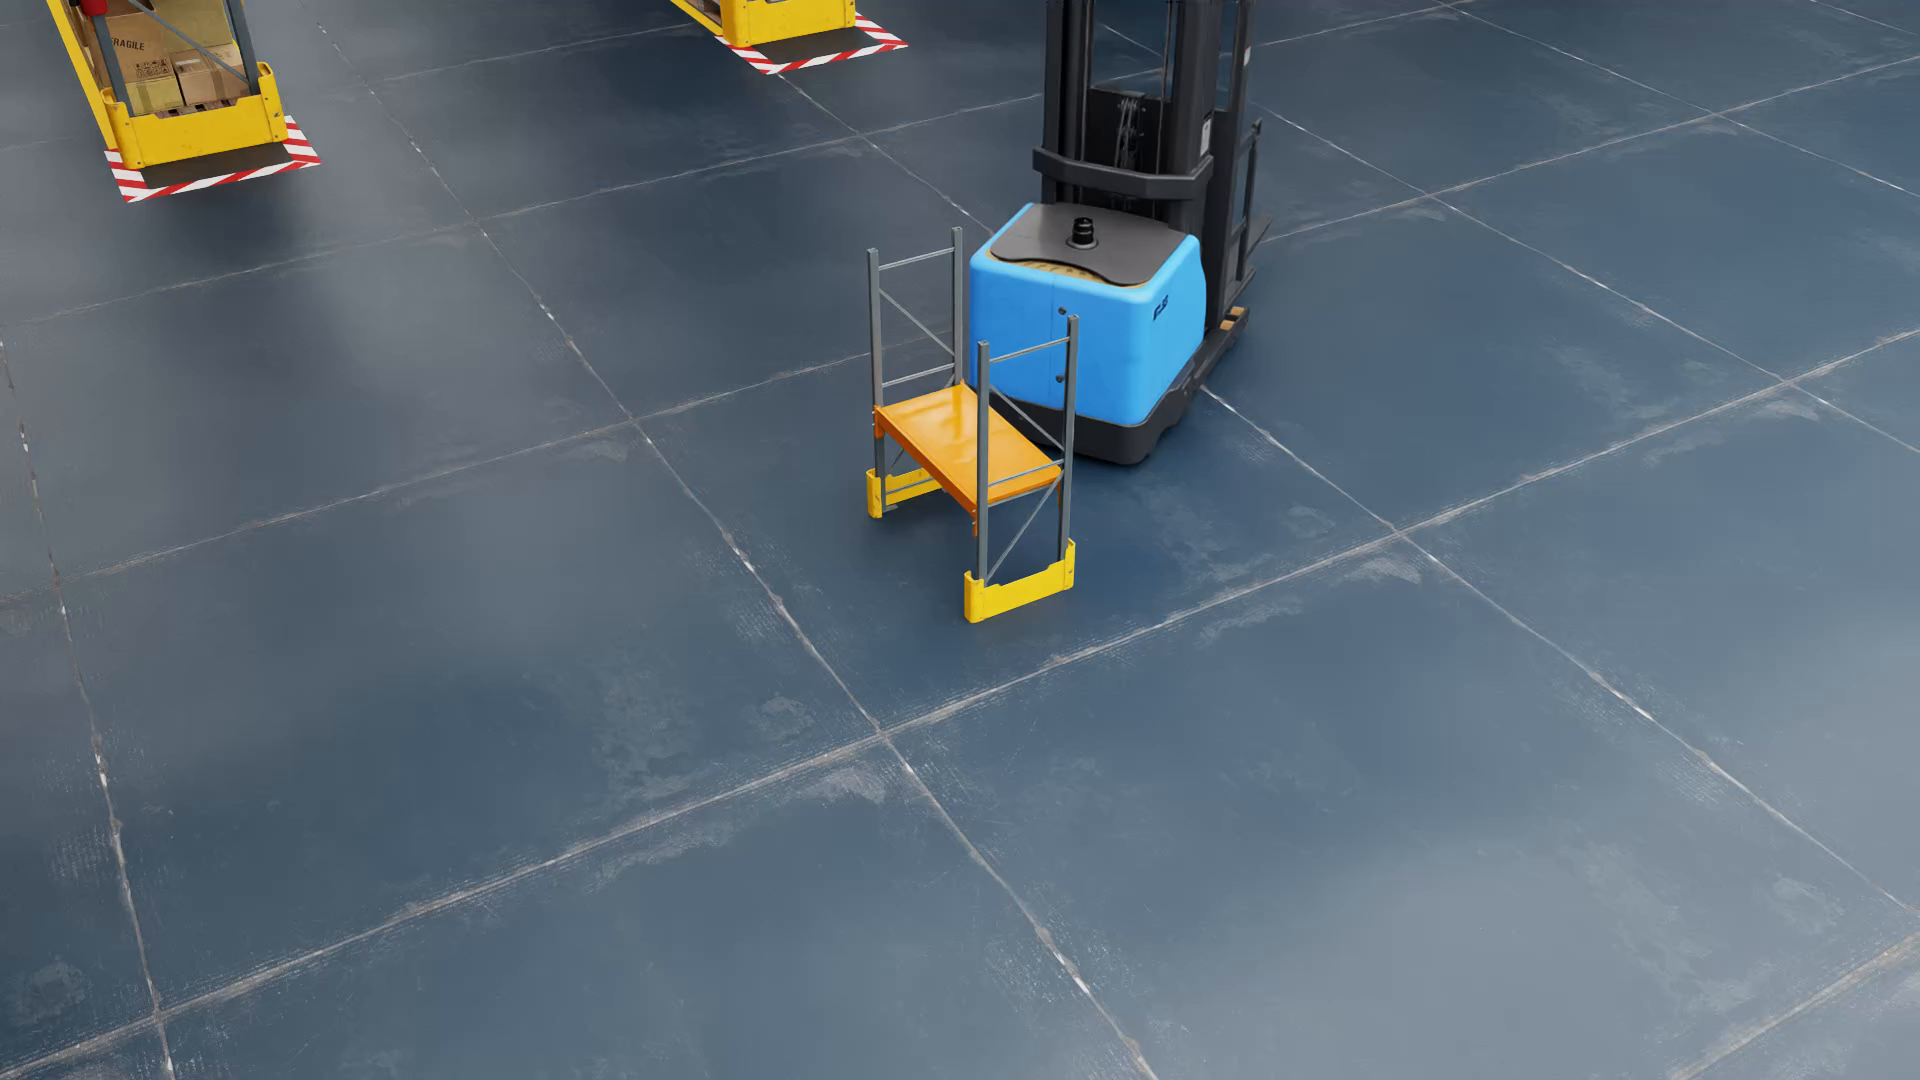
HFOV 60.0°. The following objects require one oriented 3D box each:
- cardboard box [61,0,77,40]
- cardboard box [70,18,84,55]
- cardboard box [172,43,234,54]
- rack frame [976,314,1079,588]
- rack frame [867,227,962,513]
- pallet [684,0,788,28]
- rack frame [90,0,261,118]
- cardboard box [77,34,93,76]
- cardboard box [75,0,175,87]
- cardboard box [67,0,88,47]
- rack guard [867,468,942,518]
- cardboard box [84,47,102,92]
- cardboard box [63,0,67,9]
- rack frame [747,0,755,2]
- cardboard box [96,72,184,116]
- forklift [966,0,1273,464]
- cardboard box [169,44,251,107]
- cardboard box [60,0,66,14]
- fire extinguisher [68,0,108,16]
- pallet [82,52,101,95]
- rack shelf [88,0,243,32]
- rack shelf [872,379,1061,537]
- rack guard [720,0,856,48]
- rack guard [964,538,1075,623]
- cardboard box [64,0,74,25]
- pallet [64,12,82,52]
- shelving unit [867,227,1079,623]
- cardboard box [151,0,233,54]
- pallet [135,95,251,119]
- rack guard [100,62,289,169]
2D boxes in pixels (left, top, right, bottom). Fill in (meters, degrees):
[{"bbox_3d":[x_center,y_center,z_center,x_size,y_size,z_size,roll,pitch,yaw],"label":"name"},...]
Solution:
[{"bbox_3d":[-7.243,-4.449,14.001,0.500,0.250,0.500,-19,40,-24],"label":"cardboard box"},{"bbox_3d":[-6.987,-4.196,13.655,0.500,0.250,0.500,-19,40,-24],"label":"cardboard box"},{"bbox_3d":[-6.030,-3.842,13.170,0.500,0.250,0.500,-19,40,-24],"label":"cardboard box"},{"bbox_3d":[0.298,-0.303,7.621,0.500,1.500,0.032,-19,40,-24],"label":"rack frame"},{"bbox_3d":[-0.213,-0.821,8.330,0.500,1.500,0.032,-19,40,-24],"label":"rack frame"},{"bbox_3d":[-1.896,-4.970,15.103,1.003,0.211,1.213,-19,40,-24],"label":"pallet"},{"bbox_3d":[-5.698,-4.190,11.670,1.000,3.000,0.127,-19,40,-24],"label":"rack frame"},{"bbox_3d":[-6.737,-3.941,13.305,0.500,0.250,0.500,-19,40,-24],"label":"cardboard box"},{"bbox_3d":[-6.225,-3.737,12.390,0.500,0.500,0.500,-19,40,-24],"label":"cardboard box"},{"bbox_3d":[-6.740,-4.243,13.082,0.500,0.500,0.500,-19,40,-24],"label":"cardboard box"},{"bbox_3d":[-0.212,-0.316,8.698,0.587,0.250,0.087,-19,40,-24],"label":"rack guard"},{"bbox_3d":[-6.485,-3.686,12.956,0.500,0.250,0.500,-19,40,-24],"label":"cardboard box"},{"bbox_3d":[-7.243,-4.752,13.780,0.500,0.500,0.500,-19,40,-24],"label":"cardboard box"},{"bbox_3d":[-1.414,-5.655,13.677,1.000,3.000,0.127,-19,40,-24],"label":"rack frame"},{"bbox_3d":[-6.223,-3.435,12.612,0.500,0.250,0.500,-19,40,-24],"label":"cardboard box"},{"bbox_3d":[1.126,-2.449,9.345,1.130,2.935,3.031,16,39,20],"label":"forklift"},{"bbox_3d":[-5.775,-3.588,12.822,0.500,0.250,0.500,-19,40,-24],"label":"cardboard box"},{"bbox_3d":[-7.490,-4.706,14.352,0.500,0.250,0.500,-19,40,-24],"label":"cardboard box"},{"bbox_3d":[-6.041,-3.960,11.422,0.296,0.674,0.183,-19,40,-24],"label":"fire extinguisher"},{"bbox_3d":[-6.728,-4.063,13.861,1.003,0.211,1.213,-19,40,-24],"label":"pallet"},{"bbox_3d":[-6.703,-4.919,13.279,1.077,0.370,4.000,-19,40,-24],"label":"rack shelf"},{"bbox_3d":[0.043,-0.417,8.082,0.538,0.185,1.000,-19,40,-24],"label":"rack shelf"},{"bbox_3d":[-1.492,-4.671,14.449,1.175,0.500,0.348,-19,40,-24],"label":"rack guard"},{"bbox_3d":[0.289,0.192,8.003,0.587,0.250,0.087,-19,40,-24],"label":"rack guard"},{"bbox_3d":[-6.990,-4.498,13.432,0.500,0.500,0.500,-19,40,-24],"label":"cardboard box"},{"bbox_3d":[-7.345,-4.685,14.713,1.003,0.211,1.213,-19,40,-24],"label":"pallet"},{"bbox_3d":[0.038,-0.567,7.982,0.587,1.500,1.083,-19,40,-24],"label":"shelving unit"},{"bbox_3d":[-6.028,-4.145,12.949,0.500,0.500,0.500,-19,40,-24],"label":"cardboard box"},{"bbox_3d":[-6.119,-3.441,13.010,1.003,0.211,1.213,-19,40,-24],"label":"pallet"},{"bbox_3d":[-5.686,-3.168,12.391,1.175,0.500,0.348,-19,40,-24],"label":"rack guard"}]
